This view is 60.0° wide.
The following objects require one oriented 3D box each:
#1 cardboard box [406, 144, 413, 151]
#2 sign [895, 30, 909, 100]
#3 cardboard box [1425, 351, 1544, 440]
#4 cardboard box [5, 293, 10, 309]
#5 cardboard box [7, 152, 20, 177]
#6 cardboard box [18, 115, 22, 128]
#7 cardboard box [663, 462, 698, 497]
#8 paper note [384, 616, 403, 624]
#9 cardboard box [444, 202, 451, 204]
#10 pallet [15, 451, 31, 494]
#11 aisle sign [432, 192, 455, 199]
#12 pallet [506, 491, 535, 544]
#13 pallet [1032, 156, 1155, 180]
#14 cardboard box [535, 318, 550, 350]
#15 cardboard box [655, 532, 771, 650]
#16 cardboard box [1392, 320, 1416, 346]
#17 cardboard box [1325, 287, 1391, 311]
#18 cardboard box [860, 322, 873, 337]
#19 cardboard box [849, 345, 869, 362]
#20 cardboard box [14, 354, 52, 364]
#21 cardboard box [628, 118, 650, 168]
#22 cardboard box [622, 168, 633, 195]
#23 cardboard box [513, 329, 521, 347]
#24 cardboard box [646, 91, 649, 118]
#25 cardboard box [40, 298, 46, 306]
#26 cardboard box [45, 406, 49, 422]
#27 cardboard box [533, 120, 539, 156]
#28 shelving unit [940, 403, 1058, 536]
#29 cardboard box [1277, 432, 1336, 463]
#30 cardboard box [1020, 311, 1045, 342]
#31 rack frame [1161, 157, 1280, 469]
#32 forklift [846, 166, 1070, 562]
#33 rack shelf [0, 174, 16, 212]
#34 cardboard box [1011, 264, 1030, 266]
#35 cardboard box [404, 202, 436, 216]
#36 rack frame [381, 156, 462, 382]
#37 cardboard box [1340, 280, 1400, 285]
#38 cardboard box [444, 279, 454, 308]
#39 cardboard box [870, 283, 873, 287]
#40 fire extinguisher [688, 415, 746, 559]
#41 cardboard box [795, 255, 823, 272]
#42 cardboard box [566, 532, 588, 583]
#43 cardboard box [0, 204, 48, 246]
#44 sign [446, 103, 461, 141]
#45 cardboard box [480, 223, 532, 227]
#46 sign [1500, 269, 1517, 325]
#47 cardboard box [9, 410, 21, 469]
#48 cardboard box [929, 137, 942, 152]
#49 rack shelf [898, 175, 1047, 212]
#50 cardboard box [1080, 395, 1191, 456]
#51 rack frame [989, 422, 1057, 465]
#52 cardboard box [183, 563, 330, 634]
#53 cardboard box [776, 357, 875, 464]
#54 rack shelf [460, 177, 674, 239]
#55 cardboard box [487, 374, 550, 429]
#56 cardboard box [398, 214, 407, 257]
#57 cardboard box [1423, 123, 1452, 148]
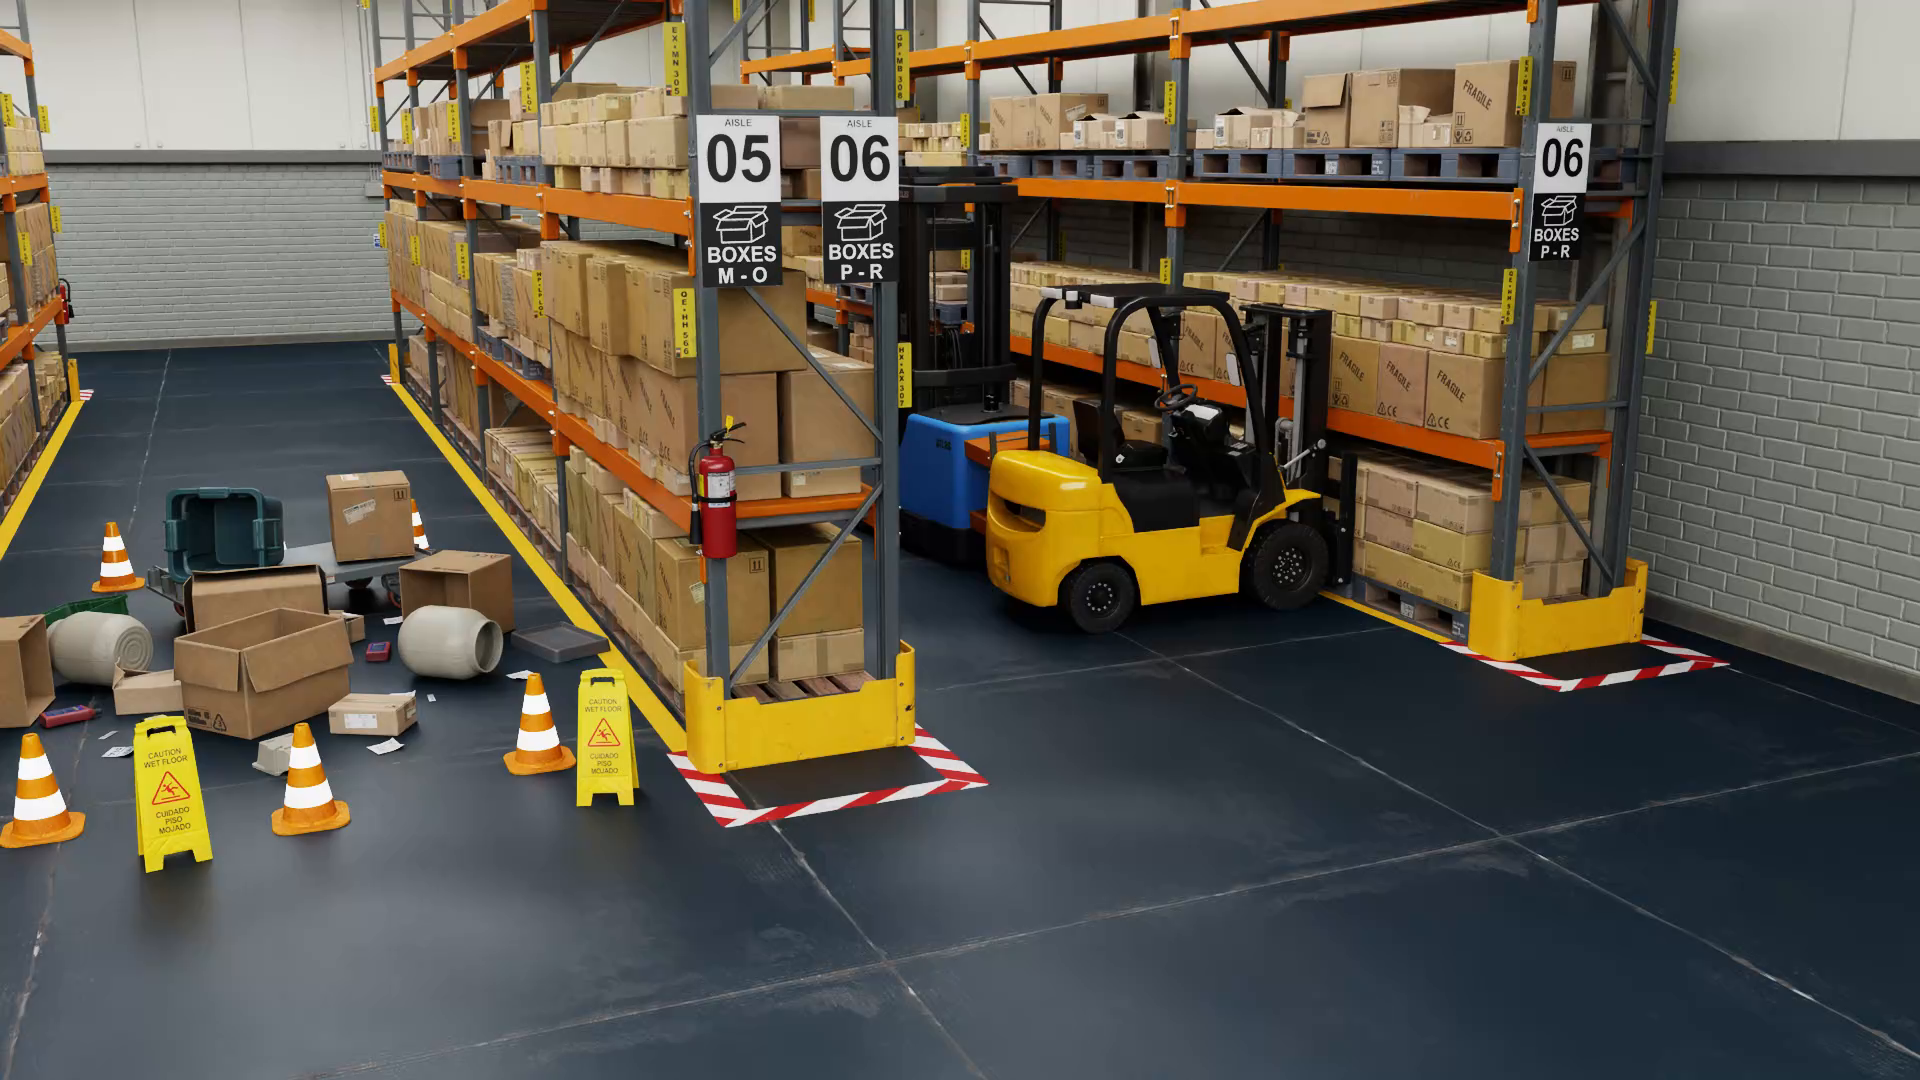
[{"bbox_3d":[-6.146,-4.590,19.043,0.396,0.266,0.258,-5,14,-21],"label":"cardboard box"},{"bbox_3d":[-0.293,-2.295,8.043,0.100,0.325,0.005,-6,14,-23],"label":"sign"},{"bbox_3d":[3.319,-0.935,10.534,0.500,0.500,0.500,-6,14,-24],"label":"cardboard box"},{"bbox_3d":[-9.751,-2.388,16.661,0.380,0.149,0.250,-6,14,-24],"label":"cardboard box"},{"bbox_3d":[-10.035,-3.878,17.152,0.500,0.250,0.500,-5,14,-20],"label":"cardboard box"},{"bbox_3d":[-10.695,-4.660,18.541,0.380,0.149,0.250,-6,14,-25],"label":"cardboard box"},{"bbox_3d":[-1.339,-0.337,8.729,0.380,0.149,0.250,-6,14,-24],"label":"cardboard box"},{"bbox_3d":[-3.743,0.525,11.034,0.148,0.019,0.142,-6,14,-23],"label":"paper note"},{"bbox_3d":[-6.222,-4.146,20.752,0.380,0.149,0.250,-5,14,-21],"label":"cardboard box"},{"bbox_3d":[-9.286,-0.598,15.487,1.003,0.211,1.213,-6,14,-23],"label":"pallet"},{"bbox_3d":[-6.944,-4.974,22.442,0.394,0.787,0.004,-6,14,-23],"label":"aisle sign"},{"bbox_3d":[-3.198,-0.240,13.938,1.003,0.211,1.213,-6,14,-23],"label":"pallet"},{"bbox_3d":[1.357,-3.467,15.464,1.003,0.211,1.213,-5,14,-20],"label":"pallet"},{"bbox_3d":[-2.787,-1.658,12.069,0.500,0.500,0.500,-6,14,-24],"label":"cardboard box"},{"bbox_3d":[-1.350,0.269,9.059,0.500,0.500,0.500,-6,14,-23],"label":"cardboard box"},{"bbox_3d":[3.095,-1.380,11.021,0.380,0.149,0.250,-6,14,-23],"label":"cardboard box"},{"bbox_3d":[2.800,-1.689,11.695,0.380,0.149,0.250,-5,14,-22],"label":"cardboard box"},{"bbox_3d":[-1.002,-2.587,20.411,0.380,0.149,0.250,-6,14,-26],"label":"cardboard box"},{"bbox_3d":[-1.063,-2.154,20.635,0.500,0.500,0.500,-5,14,-21],"label":"cardboard box"},{"bbox_3d":[-11.202,-2.158,20.115,0.380,0.149,0.250,-5,14,-22],"label":"cardboard box"},{"bbox_3d":[-1.430,-2.079,8.719,0.500,0.250,0.500,-6,14,-24],"label":"cardboard box"},{"bbox_3d":[-1.676,-2.013,9.321,0.380,0.149,0.250,-6,14,-25],"label":"cardboard box"},{"bbox_3d":[-3.432,-1.672,13.566,0.380,0.149,0.250,-5,14,-21],"label":"cardboard box"},{"bbox_3d":[-1.437,-2.294,8.767,0.380,0.149,0.250,-6,14,-23],"label":"cardboard box"},{"bbox_3d":[-10.923,-2.819,19.456,0.380,0.149,0.250,-6,14,-25],"label":"cardboard box"},{"bbox_3d":[-10.050,-1.345,17.920,0.380,0.149,0.250,-5,14,-21],"label":"cardboard box"},{"bbox_3d":[-2.759,-2.886,11.934,0.500,0.250,0.500,-6,14,-24],"label":"cardboard box"},{"bbox_3d":[0.303,-0.363,12.358,0.538,1.125,1.048,-9,16,-19],"label":"shelving unit"},{"bbox_3d":[2.466,-0.650,12.474,0.500,0.250,0.500,-5,14,-21],"label":"cardboard box"},{"bbox_3d":[0.916,-2.064,15.967,0.500,0.250,0.500,-6,14,-25],"label":"cardboard box"},{"bbox_3d":[2.155,-1.634,13.779,1.000,3.000,0.127,-6,14,-23],"label":"rack frame"},{"bbox_3d":[-0.309,-1.551,13.572,1.130,2.935,3.031,-7,15,-29],"label":"forklift"},{"bbox_3d":[-9.291,-3.068,14.915,1.077,0.370,4.000,-6,14,-23],"label":"rack shelf"},{"bbox_3d":[0.518,-2.678,16.628,0.380,0.149,0.250,-5,14,-22],"label":"cardboard box"},{"bbox_3d":[-6.578,-4.044,20.313,0.380,0.149,0.250,-6,14,-23],"label":"cardboard box"},{"bbox_3d":[-7.199,-3.664,22.550,1.000,3.000,0.127,-6,14,-23],"label":"rack frame"},{"bbox_3d":[3.043,-1.838,12.338,0.380,0.149,0.250,-6,14,-24],"label":"cardboard box"},{"bbox_3d":[-4.854,-2.469,16.608,0.500,0.250,0.500,-6,14,-24],"label":"cardboard box"},{"bbox_3d":[-0.845,-3.105,19.498,0.396,0.266,0.258,-5,14,-20],"label":"cardboard box"},{"bbox_3d":[-1.166,-0.256,7.994,0.296,0.674,0.183,-6,14,-23],"label":"fire extinguisher"},{"bbox_3d":[-1.880,-3.649,22.155,0.500,0.250,0.500,-6,14,-23],"label":"cardboard box"},{"bbox_3d":[-2.403,0.096,11.469,0.500,0.250,0.500,-6,14,-26],"label":"cardboard box"},{"bbox_3d":[-11.080,-3.700,19.607,0.500,0.500,0.500,-6,14,-25],"label":"cardboard box"},{"bbox_3d":[-4.506,-3.715,14.794,0.100,0.325,0.005,-6,14,-23],"label":"sign"},{"bbox_3d":[-4.788,-3.091,17.636,0.500,0.500,0.500,-5,14,-21],"label":"cardboard box"},{"bbox_3d":[3.254,-1.441,9.851,0.100,0.325,0.005,-6,14,-23],"label":"sign"},{"bbox_3d":[-8.953,-0.909,15.256,0.500,0.500,0.500,-6,14,-24],"label":"cardboard box"},{"bbox_3d":[-0.118,-4.254,17.894,0.380,0.149,0.250,-6,14,-23],"label":"cardboard box"},{"bbox_3d":[-0.249,-3.985,18.878,1.077,0.370,4.000,-6,14,-23],"label":"rack shelf"},{"bbox_3d":[1.631,-0.950,15.156,0.875,0.625,0.625,-6,14,-24],"label":"cardboard box"},{"bbox_3d":[0.480,-0.254,11.894,0.500,1.125,0.032,-9,16,-19],"label":"rack frame"},{"bbox_3d":[-4.195,0.465,9.945,0.797,0.637,0.503,-6,14,-23],"label":"cardboard box"},{"bbox_3d":[-0.725,-0.675,8.754,0.500,0.500,0.500,-6,14,-24],"label":"cardboard box"},{"bbox_3d":[-3.193,-2.709,13.366,1.077,0.370,4.000,-6,14,-23],"label":"rack shelf"},{"bbox_3d":[-4.195,-1.331,16.250,0.875,0.875,0.875,-6,14,-23],"label":"cardboard box"},{"bbox_3d":[-6.640,-3.761,20.527,0.500,0.500,0.500,-6,14,-23],"label":"cardboard box"},{"bbox_3d":[3.147,-2.544,10.461,0.380,0.149,0.250,-6,14,-25],"label":"cardboard box"}]
